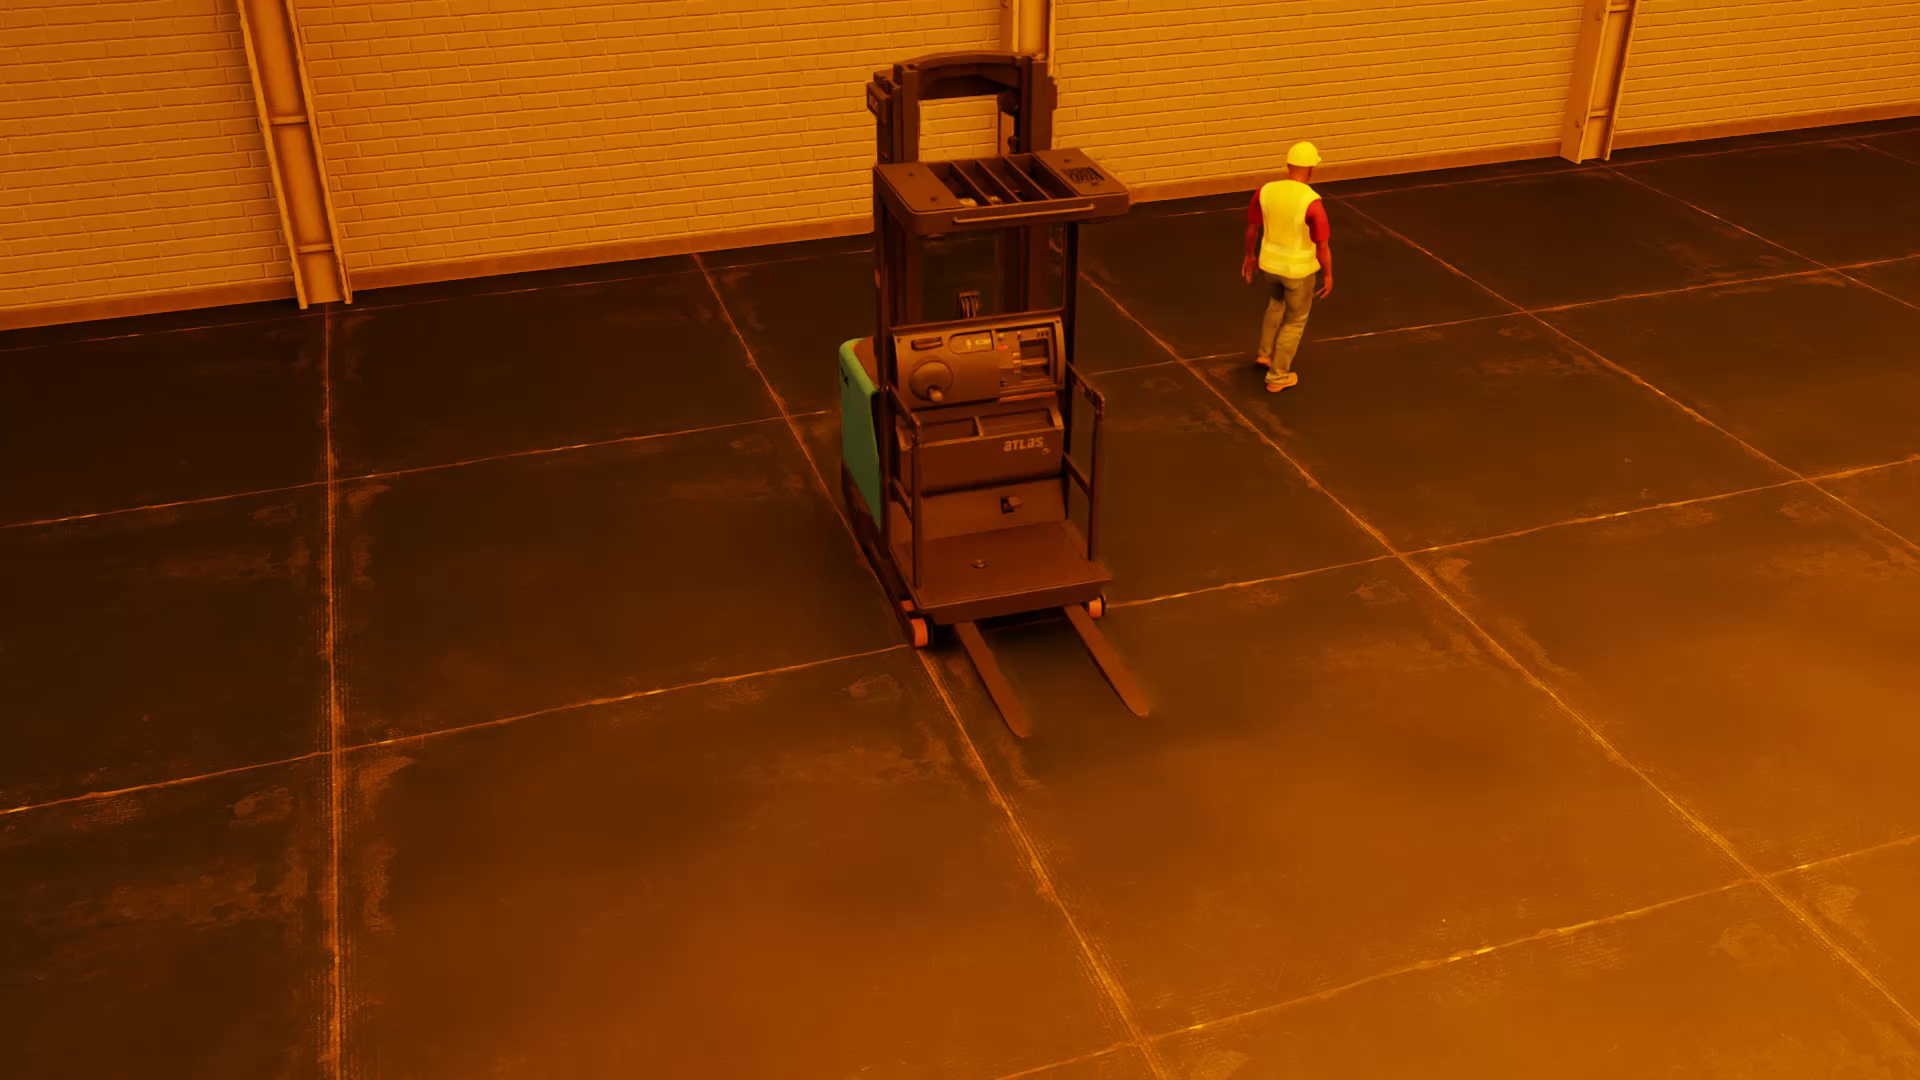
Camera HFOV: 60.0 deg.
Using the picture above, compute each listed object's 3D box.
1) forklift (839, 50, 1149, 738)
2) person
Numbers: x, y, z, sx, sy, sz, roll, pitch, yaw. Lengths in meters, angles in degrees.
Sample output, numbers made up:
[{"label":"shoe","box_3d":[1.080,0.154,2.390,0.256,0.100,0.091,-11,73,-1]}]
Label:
[{"label":"forklift","box_3d":[0.172,-0.905,8.659,1.130,2.935,3.031,-8,31,-14]},{"label":"person","box_3d":[2.319,-1.894,11.636,0.512,1.808,0.672,-25,38,-37]}]
